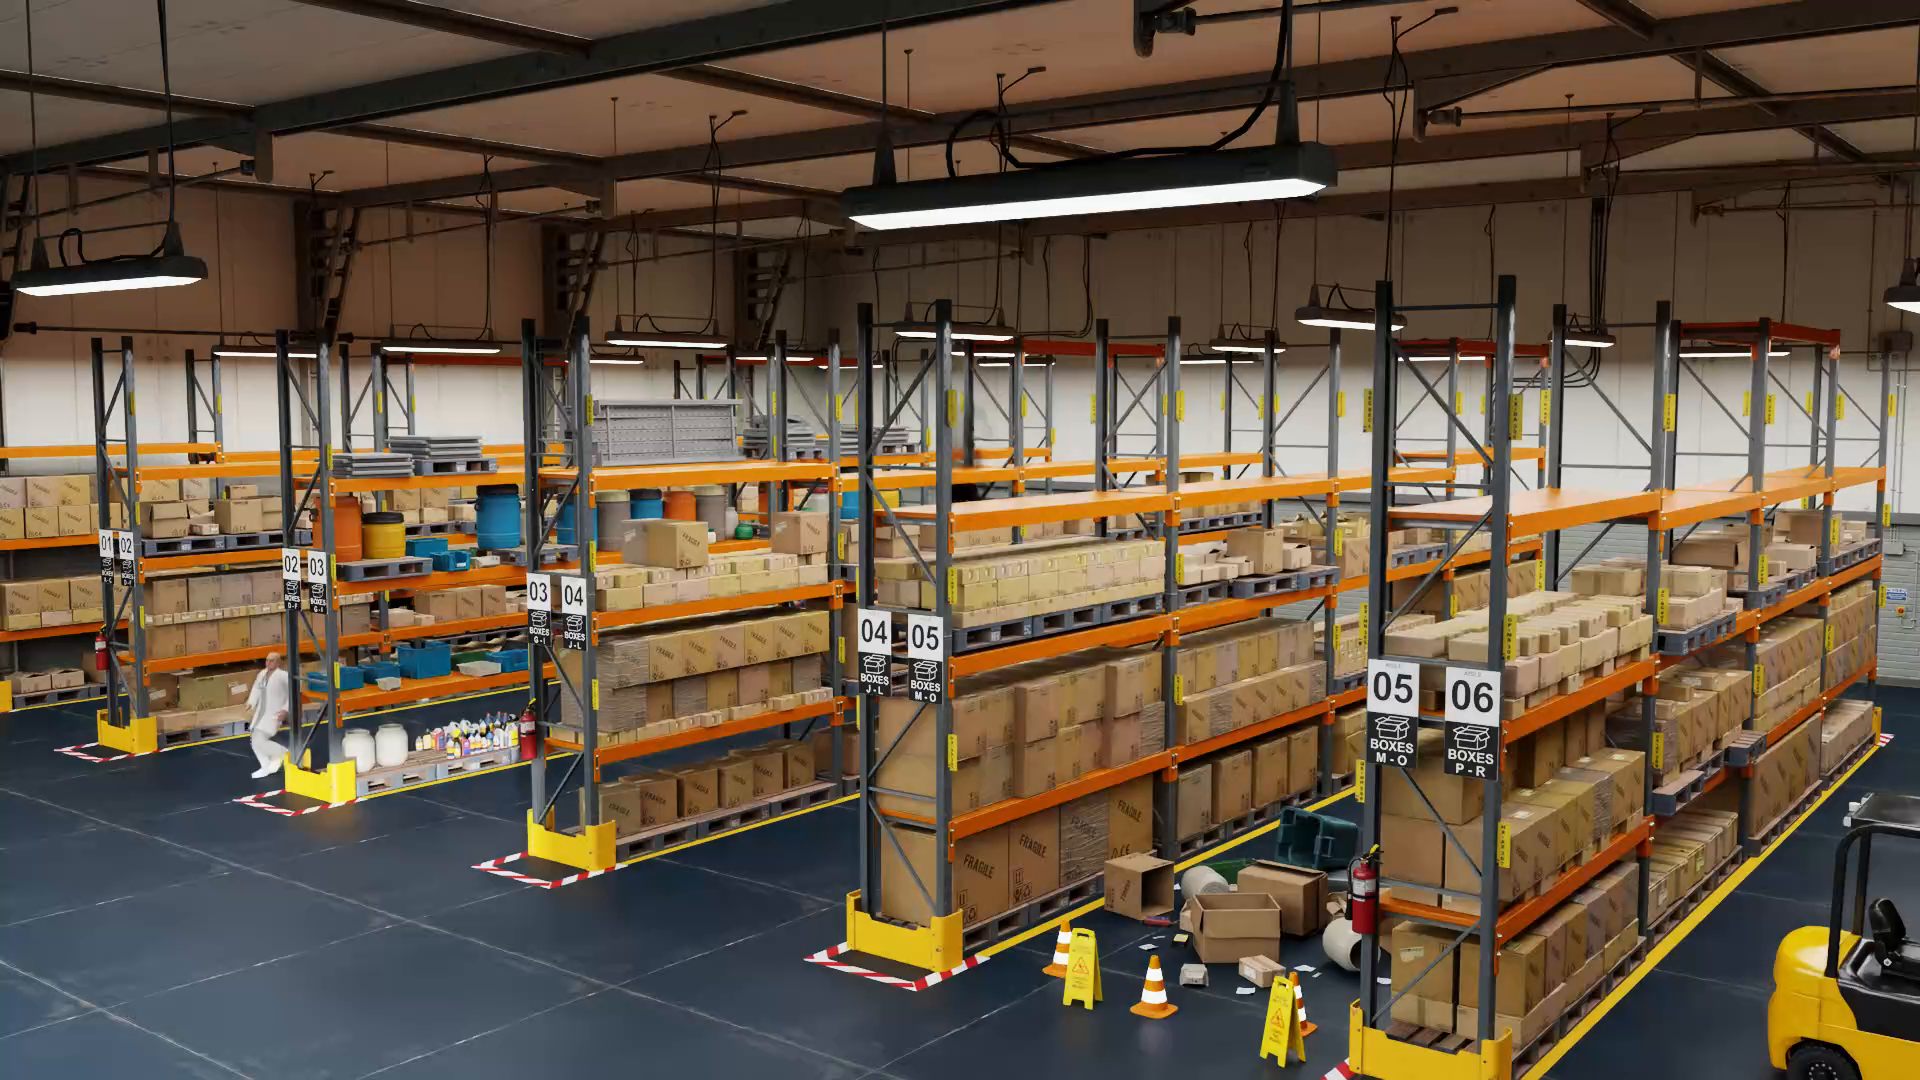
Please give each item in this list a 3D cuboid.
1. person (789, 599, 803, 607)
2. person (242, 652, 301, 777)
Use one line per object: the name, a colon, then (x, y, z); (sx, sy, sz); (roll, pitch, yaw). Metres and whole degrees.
person: (-3.373, 1.517, 32.210); (0.563, 1.751, 0.763); (3, 6, 30)
person: (-9.307, 2.369, 22.438); (0.769, 1.728, 0.561); (3, 6, 28)
